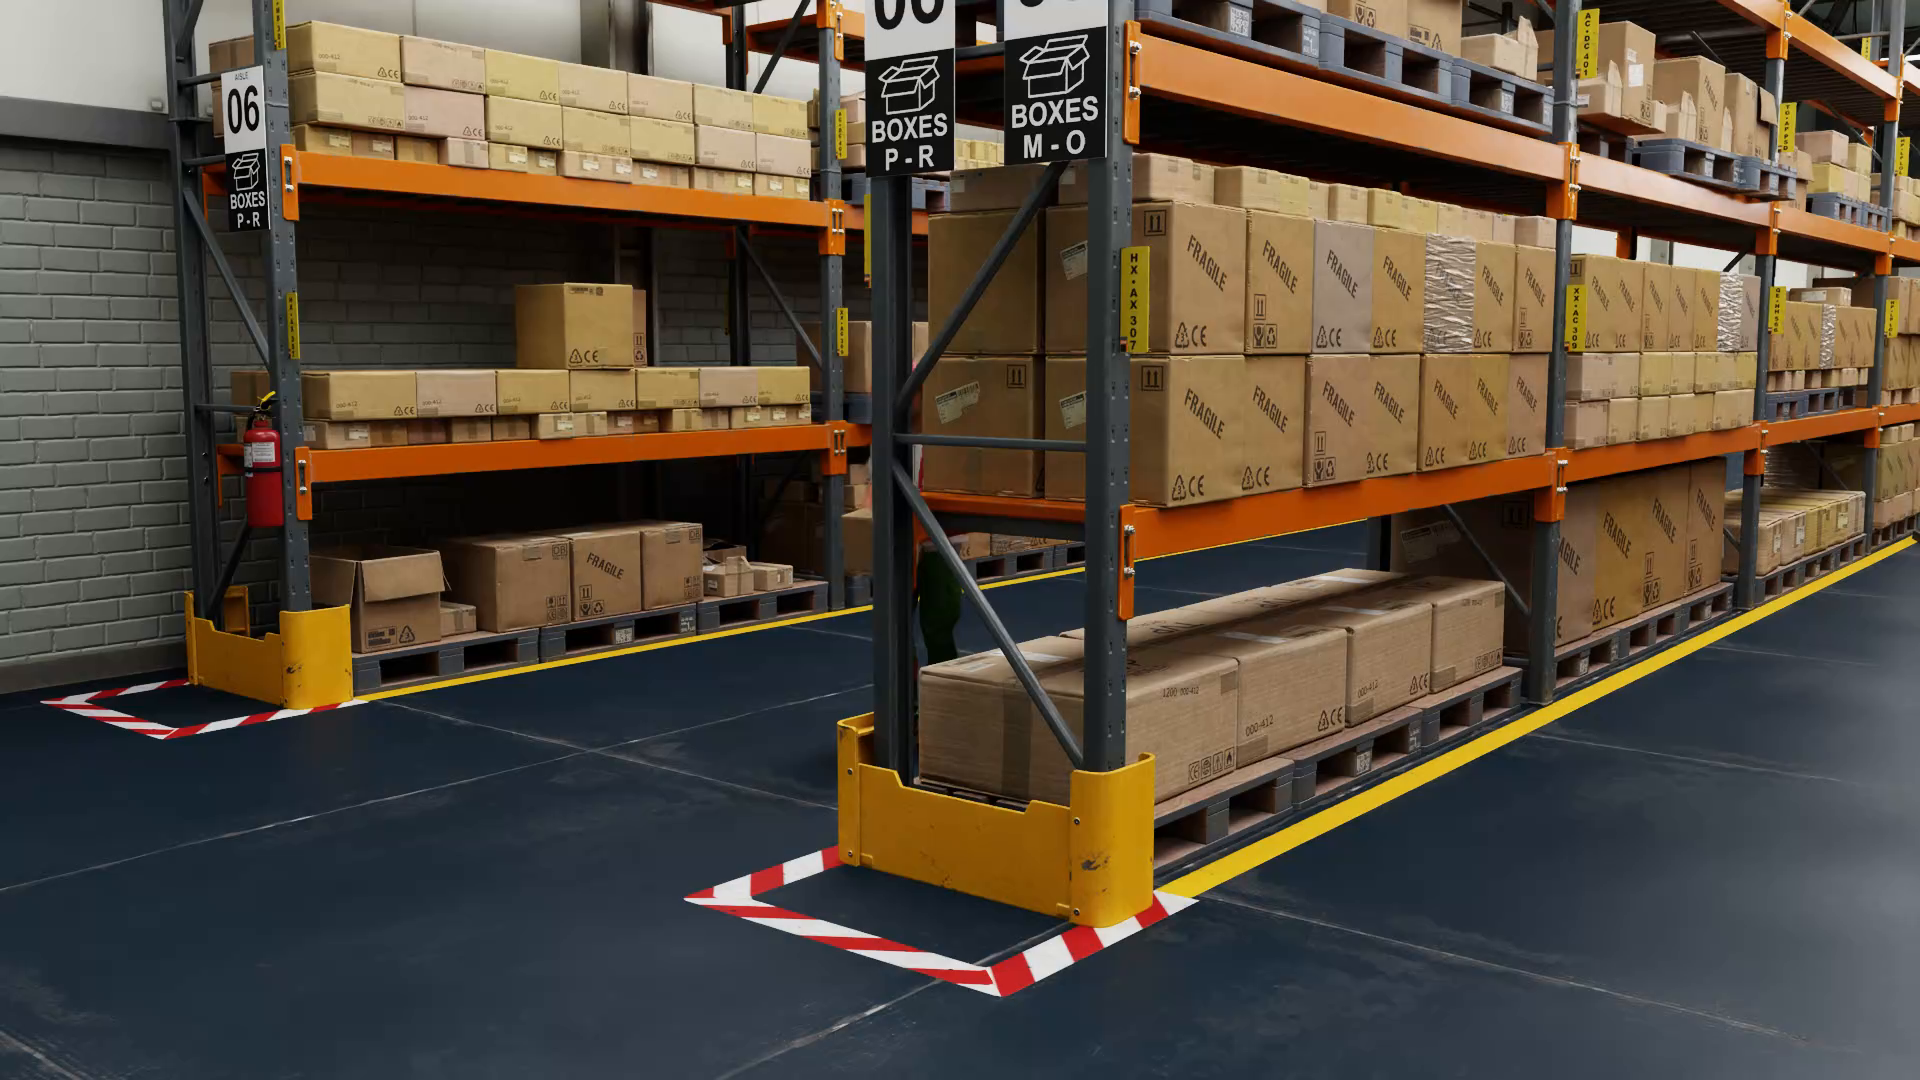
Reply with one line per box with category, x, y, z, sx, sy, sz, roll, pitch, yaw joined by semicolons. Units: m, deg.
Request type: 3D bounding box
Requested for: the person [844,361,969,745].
person;-0.226;0.063;7.650;0.493;1.770;0.576;5;8;37
